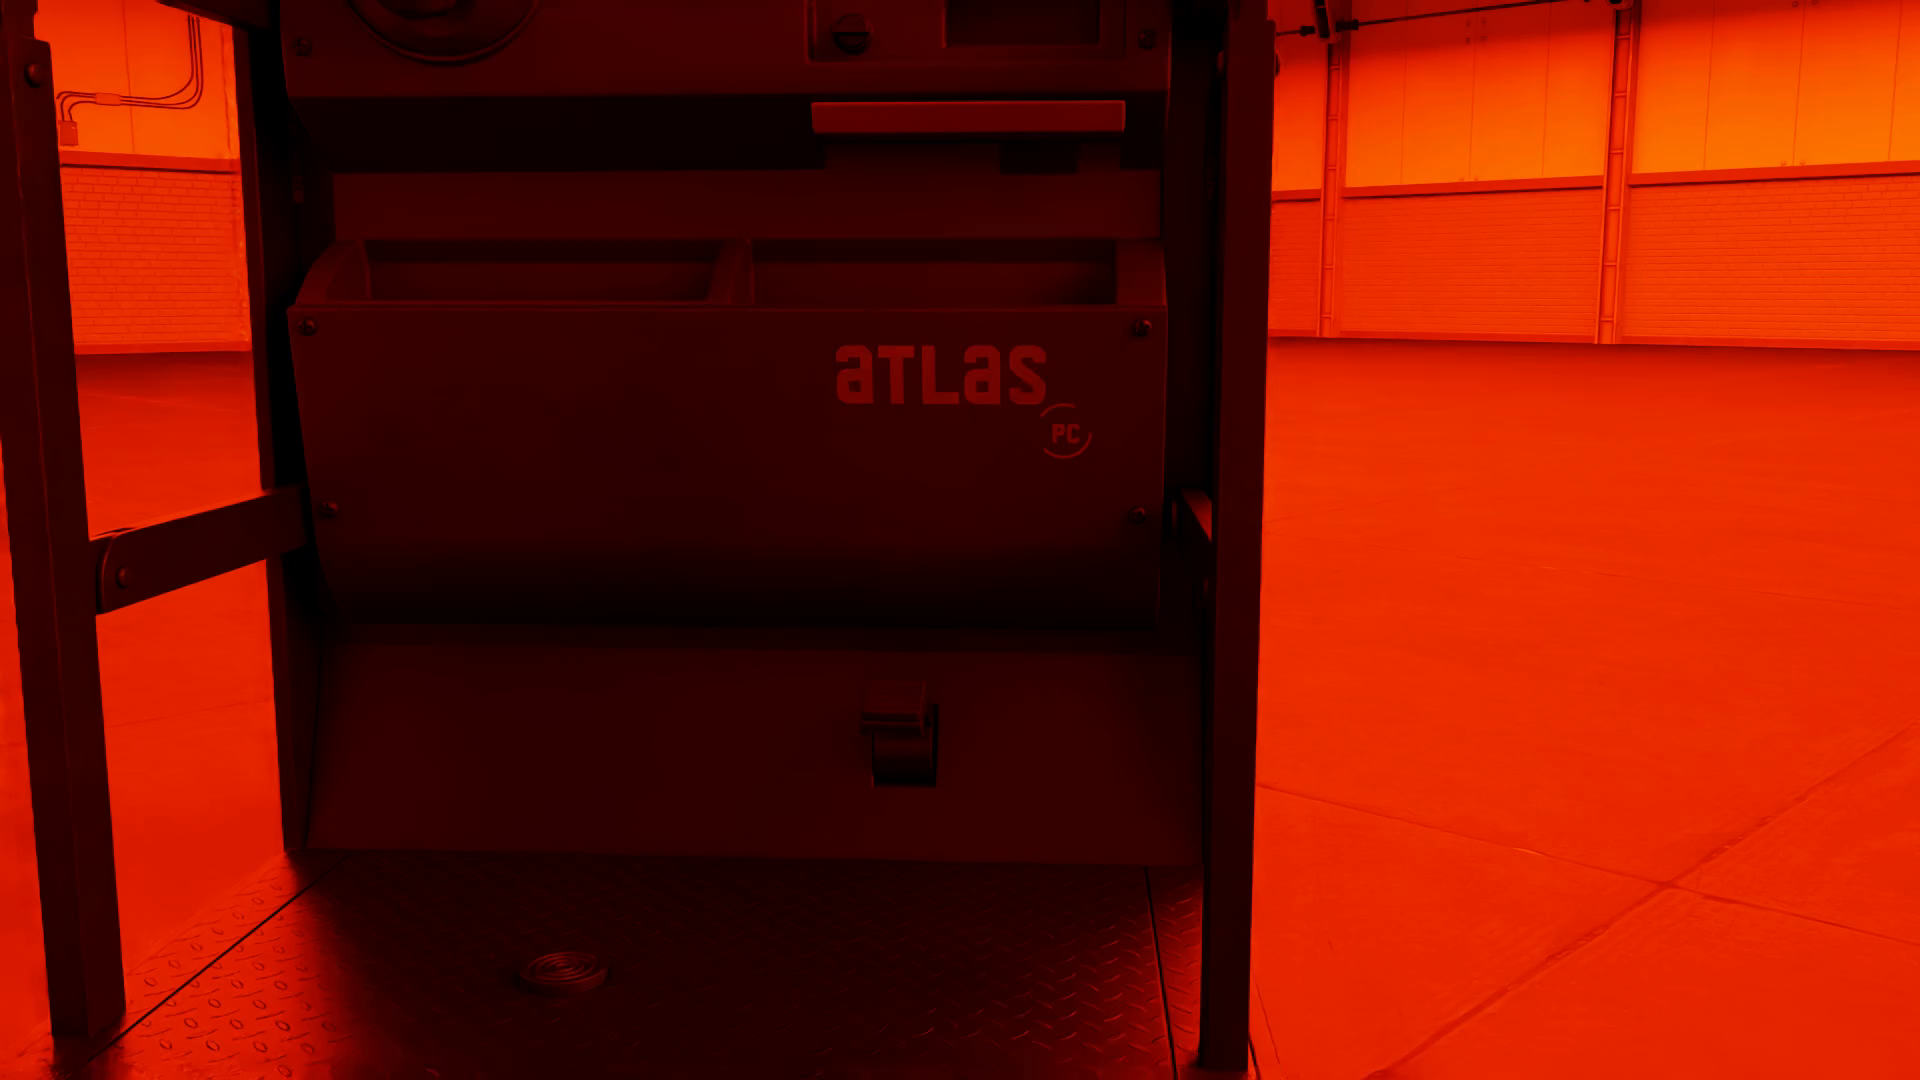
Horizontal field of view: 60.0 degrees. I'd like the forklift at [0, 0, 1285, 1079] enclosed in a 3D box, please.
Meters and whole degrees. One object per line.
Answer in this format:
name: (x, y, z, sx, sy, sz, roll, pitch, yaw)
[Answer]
forklift: (-0.256, -0.701, 1.528, 1.130, 2.935, 3.031, 1, 9, 3)
